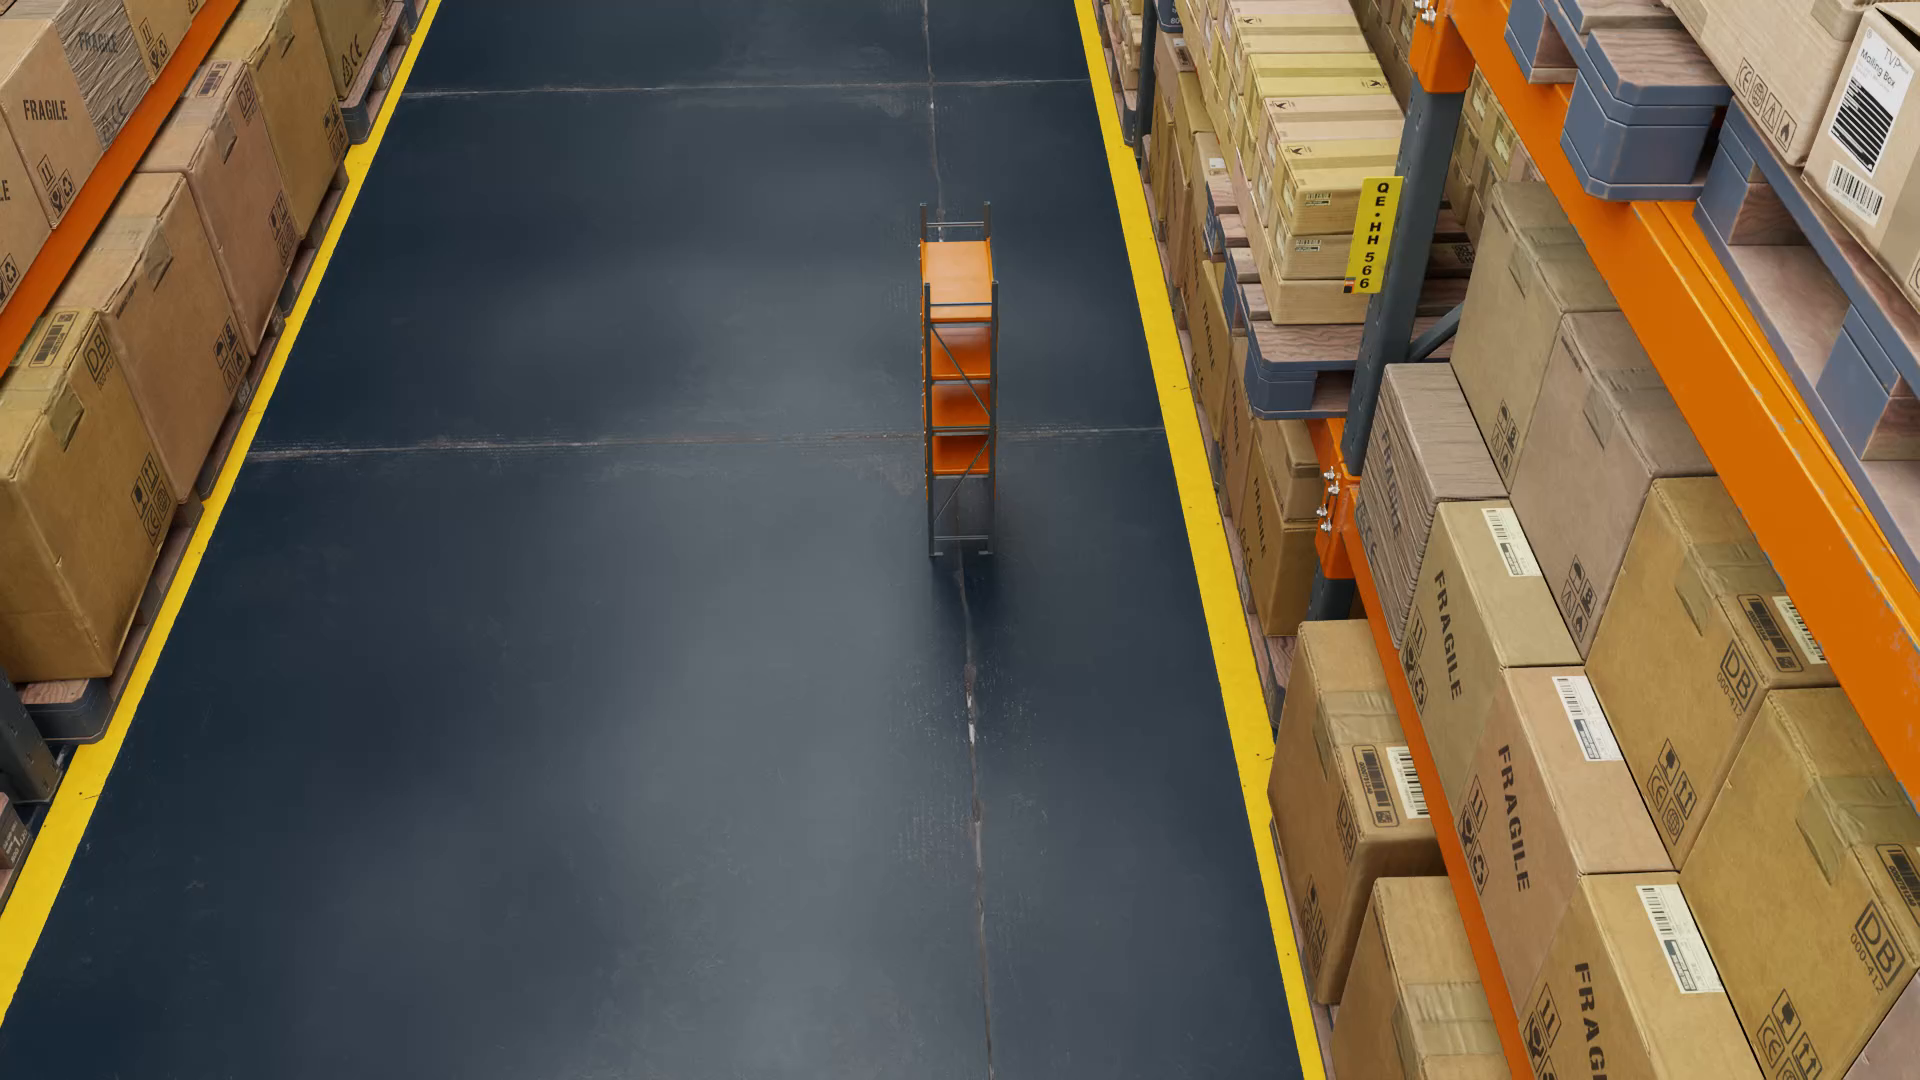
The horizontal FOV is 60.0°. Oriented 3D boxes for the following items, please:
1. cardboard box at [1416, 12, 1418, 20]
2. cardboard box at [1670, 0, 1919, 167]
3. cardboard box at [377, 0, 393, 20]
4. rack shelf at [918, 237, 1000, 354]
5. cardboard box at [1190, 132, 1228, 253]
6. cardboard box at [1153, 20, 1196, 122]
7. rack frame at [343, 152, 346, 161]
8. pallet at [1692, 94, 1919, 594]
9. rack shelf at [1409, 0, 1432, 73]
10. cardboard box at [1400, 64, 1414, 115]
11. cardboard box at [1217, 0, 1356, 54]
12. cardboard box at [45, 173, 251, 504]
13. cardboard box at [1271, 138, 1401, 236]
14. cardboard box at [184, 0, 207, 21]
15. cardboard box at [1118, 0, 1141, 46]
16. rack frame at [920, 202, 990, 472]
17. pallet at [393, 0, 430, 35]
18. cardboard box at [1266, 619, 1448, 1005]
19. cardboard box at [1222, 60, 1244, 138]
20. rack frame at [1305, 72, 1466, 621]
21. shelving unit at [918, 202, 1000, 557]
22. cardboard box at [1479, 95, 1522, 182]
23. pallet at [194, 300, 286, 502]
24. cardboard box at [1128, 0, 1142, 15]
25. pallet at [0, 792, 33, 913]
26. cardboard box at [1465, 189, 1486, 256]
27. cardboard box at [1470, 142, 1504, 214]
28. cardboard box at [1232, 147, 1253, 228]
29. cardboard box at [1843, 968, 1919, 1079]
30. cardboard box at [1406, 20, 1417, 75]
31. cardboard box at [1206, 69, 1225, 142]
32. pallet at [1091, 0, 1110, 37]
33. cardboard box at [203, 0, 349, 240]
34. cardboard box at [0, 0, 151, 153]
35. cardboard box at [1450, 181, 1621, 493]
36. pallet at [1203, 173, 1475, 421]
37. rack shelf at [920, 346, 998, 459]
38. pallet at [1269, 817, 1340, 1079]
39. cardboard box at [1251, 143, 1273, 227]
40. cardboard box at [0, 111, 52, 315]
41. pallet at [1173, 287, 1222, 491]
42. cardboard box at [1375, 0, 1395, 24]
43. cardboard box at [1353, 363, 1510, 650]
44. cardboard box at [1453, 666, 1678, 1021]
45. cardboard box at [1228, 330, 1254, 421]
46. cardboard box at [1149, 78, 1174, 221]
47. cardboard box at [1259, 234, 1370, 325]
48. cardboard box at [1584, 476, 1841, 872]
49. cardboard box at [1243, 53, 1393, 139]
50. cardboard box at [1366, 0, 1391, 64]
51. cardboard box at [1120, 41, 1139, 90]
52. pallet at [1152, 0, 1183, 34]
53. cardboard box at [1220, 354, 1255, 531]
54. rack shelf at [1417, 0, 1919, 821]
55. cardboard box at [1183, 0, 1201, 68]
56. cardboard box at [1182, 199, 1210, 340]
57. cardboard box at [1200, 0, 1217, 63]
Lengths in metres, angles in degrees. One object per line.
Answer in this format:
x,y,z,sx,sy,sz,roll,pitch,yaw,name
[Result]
1.675,-1.668,5.285,0.380,0.149,0.250,0,43,0,cardboard box
1.378,-0.770,2.376,0.500,0.250,0.500,-1,43,-1,cardboard box
-3.571,-3.414,9.016,0.875,0.875,0.875,-2,43,-2,cardboard box
-0.007,-0.844,5.701,0.258,0.148,0.480,-2,43,-2,rack shelf
1.185,-1.360,6.498,0.500,0.250,0.500,0,43,0,cardboard box
1.143,-2.064,7.266,0.500,0.250,0.500,-3,43,-4,cardboard box
-3.584,-2.987,7.289,1.000,3.000,0.127,-2,43,-2,rack frame
1.676,-0.209,2.178,1.003,0.211,1.213,0,43,0,pallet
1.460,-2.551,5.126,1.077,0.370,4.000,-2,43,-2,rack shelf
1.678,-1.456,5.493,0.380,0.149,0.250,0,43,0,cardboard box
1.028,-1.649,5.264,0.380,0.149,0.250,-2,43,-2,cardboard box
-3.453,-0.726,6.084,1.225,0.875,0.875,-2,43,-2,cardboard box
1.066,-0.960,4.512,0.380,0.149,0.250,-3,43,-3,cardboard box
-3.277,-2.382,6.554,0.500,0.500,0.500,0,43,0,cardboard box
1.021,-2.660,8.511,0.380,0.149,0.250,-4,43,-4,cardboard box
-0.017,-0.719,6.146,0.240,1.200,0.015,-2,43,-2,rack frame
-3.593,-3.300,9.694,1.003,0.211,1.213,-2,43,-2,pallet
1.481,0.728,4.590,1.050,0.750,0.750,-2,43,-2,cardboard box
1.032,-1.379,5.190,0.380,0.149,0.250,-2,43,-2,cardboard box
1.545,-0.361,4.423,1.000,3.000,0.127,-2,43,-2,rack frame
-0.007,-0.554,5.966,0.258,1.200,0.503,-2,43,-2,shelving unit
1.705,-1.141,4.710,0.380,0.149,0.250,-3,43,-3,cardboard box
-3.421,-0.615,6.764,1.003,0.211,1.213,-2,43,-2,pallet
1.050,-2.788,8.431,0.380,0.149,0.250,-1,43,-1,cardboard box
-3.383,1.269,4.709,1.003,0.211,1.213,-2,43,-2,pallet
1.717,-0.912,4.900,0.380,0.149,0.250,0,43,0,cardboard box
1.712,-1.048,4.828,0.380,0.149,0.250,0,43,0,cardboard box
1.045,-1.084,5.088,0.380,0.149,0.250,-1,43,-1,cardboard box
1.643,0.911,2.222,0.700,0.500,0.500,-1,43,-1,cardboard box
1.676,-1.566,5.394,0.380,0.149,0.250,-2,43,-2,cardboard box
1.025,-1.434,5.470,0.380,0.149,0.250,-3,43,-4,cardboard box
1.257,-3.311,9.706,1.003,0.211,1.213,-2,43,-2,pallet
-3.537,-1.927,7.394,1.225,0.875,0.875,-2,43,-2,cardboard box
-3.232,-1.691,5.801,0.500,0.500,0.500,-1,43,-2,cardboard box
1.554,-0.463,3.721,0.700,0.500,0.500,-2,43,-2,cardboard box
1.409,-0.768,5.010,1.213,0.211,1.003,-2,43,-2,pallet
-0.007,-0.504,6.012,0.258,0.148,0.480,-2,43,-2,rack shelf
1.504,1.202,4.783,1.003,0.211,1.213,-2,43,-2,pallet
1.056,-1.033,4.812,0.380,0.149,0.250,0,43,0,cardboard box
-3.187,-1.007,5.055,0.500,0.500,0.500,-3,43,-3,cardboard box
1.465,-0.682,6.838,1.003,0.211,1.213,-2,43,-2,pallet
1.654,-1.916,5.775,0.380,0.149,0.250,0,43,0,cardboard box
1.295,-0.087,4.051,0.500,0.500,0.500,-1,43,-1,cardboard box
1.340,0.597,3.305,0.500,0.500,0.500,-2,43,-2,cardboard box
1.222,-0.665,5.740,0.500,0.250,0.500,-1,43,-1,cardboard box
1.142,-1.788,7.520,0.500,0.500,0.500,0,43,0,cardboard box
1.065,-0.743,4.715,0.380,0.149,0.250,-1,43,-1,cardboard box
1.601,0.225,2.971,0.700,0.500,0.500,-2,43,-2,cardboard box
1.047,-1.306,4.890,0.380,0.149,0.250,0,43,0,cardboard box
1.660,-1.801,5.870,0.380,0.149,0.250,-3,43,-3,cardboard box
1.018,-2.420,8.469,0.380,0.149,0.250,-1,43,-1,cardboard box
1.263,-2.470,6.867,1.003,0.211,1.213,-2,43,-2,pallet
1.238,-0.381,5.985,0.500,0.500,0.500,0,43,0,cardboard box
1.630,0.149,2.180,1.077,0.370,4.000,-2,43,-2,rack shelf
1.001,-1.792,5.861,0.380,0.149,0.250,-3,43,-4,cardboard box
1.202,-1.077,6.745,0.500,0.500,0.500,-1,43,-1,cardboard box
1.012,-1.724,5.565,0.380,0.149,0.250,-1,43,-1,cardboard box
